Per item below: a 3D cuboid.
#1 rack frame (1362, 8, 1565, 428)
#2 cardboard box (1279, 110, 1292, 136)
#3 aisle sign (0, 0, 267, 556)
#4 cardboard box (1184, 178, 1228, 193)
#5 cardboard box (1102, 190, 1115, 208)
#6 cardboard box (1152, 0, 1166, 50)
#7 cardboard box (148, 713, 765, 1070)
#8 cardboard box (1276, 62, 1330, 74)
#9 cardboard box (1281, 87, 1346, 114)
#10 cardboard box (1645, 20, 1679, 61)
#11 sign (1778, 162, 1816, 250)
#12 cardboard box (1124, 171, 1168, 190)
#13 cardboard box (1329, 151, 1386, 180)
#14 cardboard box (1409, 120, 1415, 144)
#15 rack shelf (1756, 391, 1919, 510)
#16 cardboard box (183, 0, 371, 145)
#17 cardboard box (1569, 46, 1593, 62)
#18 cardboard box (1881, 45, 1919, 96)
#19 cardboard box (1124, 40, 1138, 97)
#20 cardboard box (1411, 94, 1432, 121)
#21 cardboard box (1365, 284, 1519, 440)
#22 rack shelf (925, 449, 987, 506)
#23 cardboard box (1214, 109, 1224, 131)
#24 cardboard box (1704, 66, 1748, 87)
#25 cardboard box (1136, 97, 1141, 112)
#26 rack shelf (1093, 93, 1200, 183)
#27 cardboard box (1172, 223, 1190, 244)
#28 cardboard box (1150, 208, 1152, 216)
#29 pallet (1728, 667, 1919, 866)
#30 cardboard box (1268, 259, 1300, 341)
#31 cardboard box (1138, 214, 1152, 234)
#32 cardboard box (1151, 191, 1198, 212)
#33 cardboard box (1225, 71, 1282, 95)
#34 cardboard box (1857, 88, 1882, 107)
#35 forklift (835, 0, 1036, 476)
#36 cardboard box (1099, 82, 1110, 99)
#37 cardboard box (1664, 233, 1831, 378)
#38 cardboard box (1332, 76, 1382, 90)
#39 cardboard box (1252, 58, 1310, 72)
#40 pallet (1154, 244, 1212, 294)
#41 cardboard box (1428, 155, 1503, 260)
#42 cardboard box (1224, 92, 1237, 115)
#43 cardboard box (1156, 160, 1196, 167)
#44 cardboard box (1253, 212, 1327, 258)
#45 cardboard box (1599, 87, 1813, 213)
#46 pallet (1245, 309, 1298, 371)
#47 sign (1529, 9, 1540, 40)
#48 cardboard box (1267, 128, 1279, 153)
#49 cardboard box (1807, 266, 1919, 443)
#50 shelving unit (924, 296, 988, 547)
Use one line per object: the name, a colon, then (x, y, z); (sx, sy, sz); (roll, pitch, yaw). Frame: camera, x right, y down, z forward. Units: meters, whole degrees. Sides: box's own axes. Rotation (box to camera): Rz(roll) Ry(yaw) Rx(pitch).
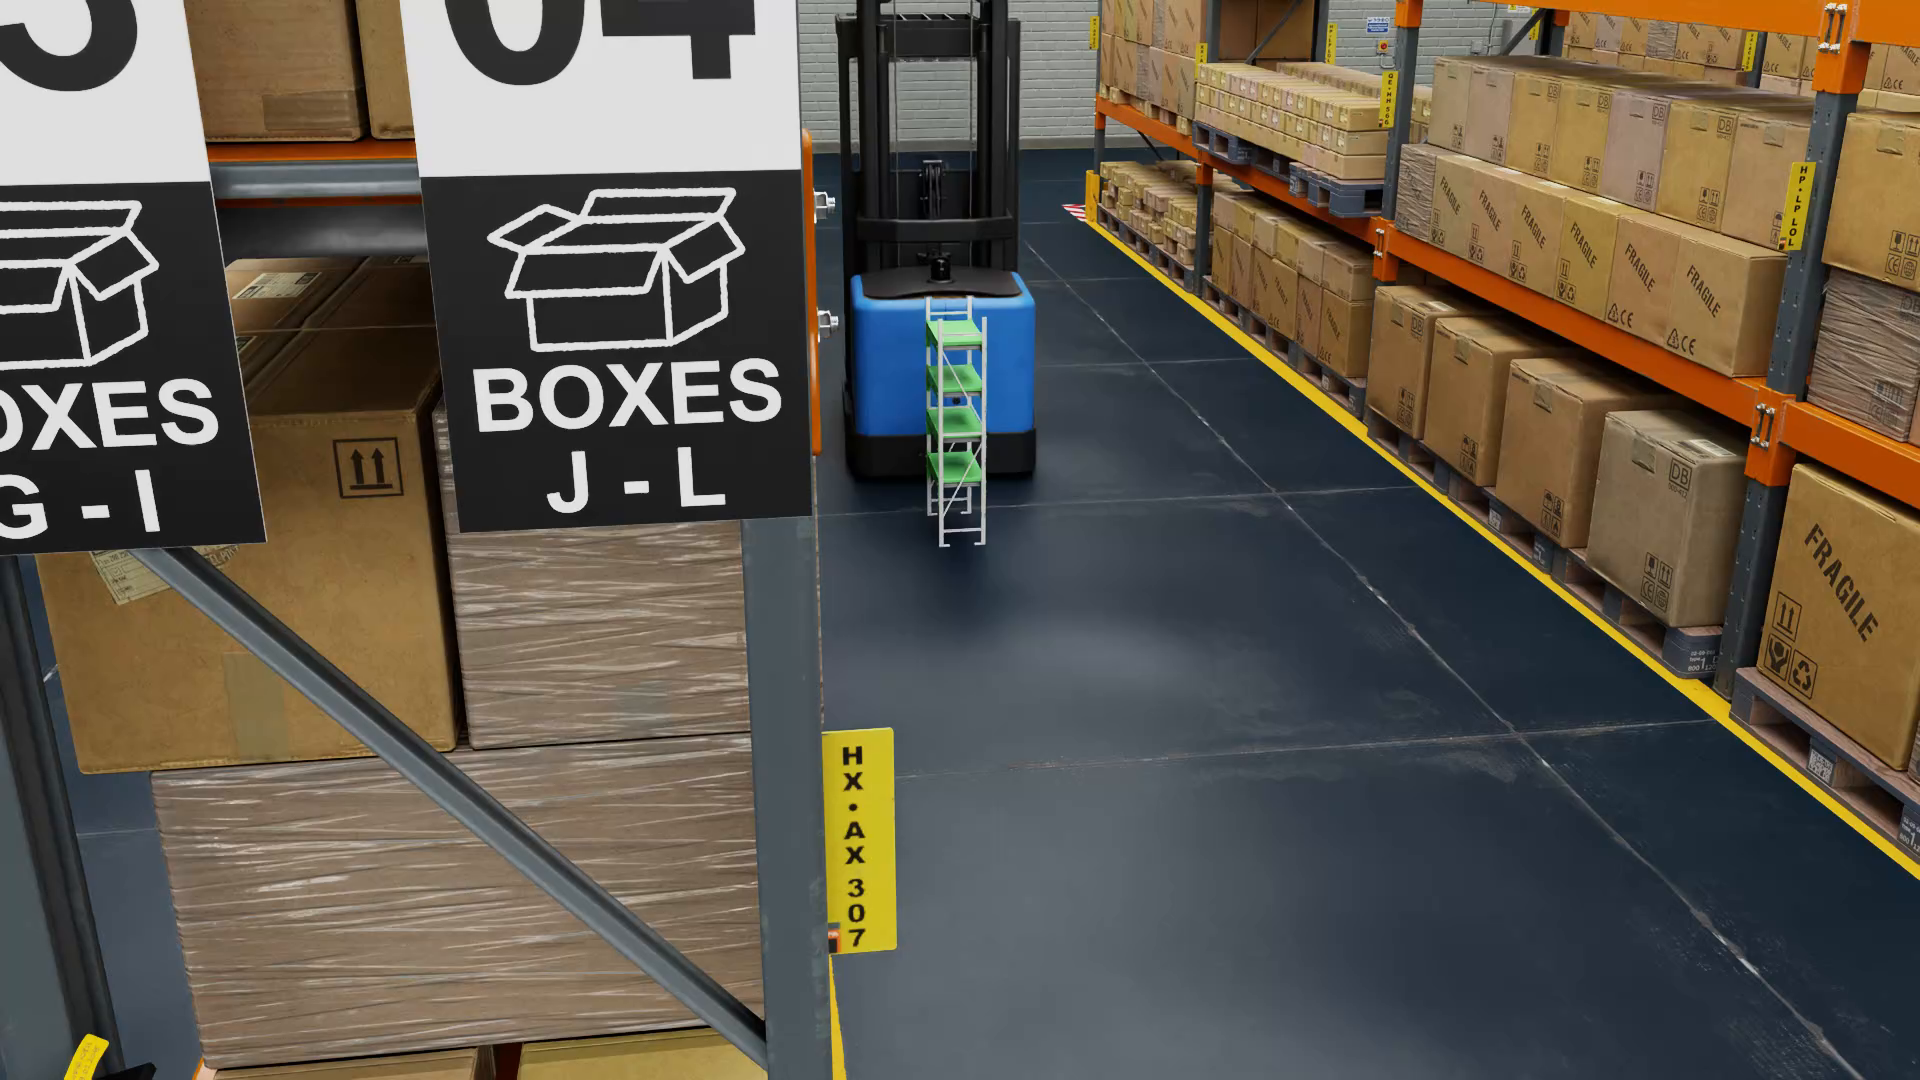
rack frame: (3.099, -2.160, 10.213); (1.000, 3.000, 0.127); (-3, 21, -8)
cardboard box: (2.427, -2.883, 11.482); (0.380, 0.149, 0.250); (-3, 21, -8)
aisle sign: (-0.959, -0.357, 1.668); (0.394, 0.787, 0.004); (-3, 21, -8)
cardboard box: (2.412, -3.446, 16.281); (0.380, 0.149, 0.250); (-4, 21, -10)
cardboard box: (1.704, -3.594, 17.526); (0.380, 0.149, 0.250); (-2, 21, -7)
cardboard box: (2.047, -4.706, 15.031); (0.500, 0.500, 0.500); (-2, 21, -6)
cardboard box: (-0.723, 0.447, 2.665); (0.875, 0.500, 0.500); (-3, 21, -8)
cardboard box: (2.773, -3.774, 13.442); (0.380, 0.149, 0.250); (-2, 21, -5)
cardboard box: (2.432, -3.018, 11.419); (0.380, 0.149, 0.250); (-3, 21, -8)
cardboard box: (6.917, -4.846, 15.833); (0.500, 0.500, 0.500); (-3, 21, -7)
sign: (3.140, -1.250, 6.234); (0.100, 0.325, 0.005); (-3, 21, -8)
cardboard box: (1.871, -3.607, 16.710); (0.380, 0.149, 0.250); (-4, 21, -10)
cardboard box: (2.573, -2.387, 10.579); (0.380, 0.149, 0.250); (-3, 21, -7)
cardboard box: (3.145, -2.742, 11.105); (0.380, 0.149, 0.250); (-4, 21, -9)
rack shelf: (3.964, 0.254, 4.777); (1.077, 0.370, 4.000); (-3, 21, -8)
cardboard box: (-0.991, -0.664, 2.135); (0.500, 0.250, 0.500); (-2, 21, -6)
cardboard box: (6.715, -4.907, 17.425); (0.500, 0.500, 0.500); (-3, 21, -9)
cardboard box: (7.436, -3.651, 12.633); (0.500, 0.500, 0.500); (-3, 21, -9)
cardboard box: (1.898, -4.593, 16.158); (0.500, 0.500, 0.500); (-3, 21, -7)
cardboard box: (3.152, -2.866, 11.011); (0.380, 0.149, 0.250); (-3, 21, -8)
cardboard box: (3.098, -1.088, 9.957); (1.050, 0.750, 0.750); (-3, 21, -8)
rack shelf: (-0.024, -0.335, 8.766); (0.258, 0.148, 0.480); (-3, 21, -8)
cardboard box: (2.202, -3.282, 12.976); (0.380, 0.149, 0.250); (-3, 21, -7)
cardboard box: (7.086, -4.024, 15.061); (0.500, 0.500, 0.500); (-3, 21, -7)
cardboard box: (1.927, -4.237, 16.132); (0.380, 0.149, 0.250); (-3, 21, -9)
rack shelf: (2.234, -3.901, 15.901); (1.077, 0.370, 4.000); (-3, 21, -8)
cardboard box: (2.111, -2.732, 14.793); (0.380, 0.149, 0.250); (-4, 21, -10)
cardboard box: (2.045, -3.191, 16.022); (0.380, 0.149, 0.250); (-2, 21, -5)
pallet: (3.708, 0.798, 6.277); (1.003, 0.211, 1.213); (-3, 21, -8)
cardboard box: (2.582, -1.763, 12.121); (0.500, 0.500, 0.500); (-4, 21, -10)
cardboard box: (1.941, -3.059, 16.093); (0.380, 0.149, 0.250); (-3, 21, -8)
cardboard box: (2.004, -3.150, 15.488); (0.380, 0.149, 0.250); (-4, 21, -10)
cardboard box: (2.238, -3.472, 12.633); (0.380, 0.149, 0.250); (-3, 21, -8)
cardboard box: (7.340, -3.472, 13.225); (0.500, 0.250, 0.500); (-3, 21, -7)
forklift: (-0.206, -2.209, 10.441); (1.130, 2.935, 3.031); (-2, 21, -5)
cardboard box: (1.668, -4.684, 17.328); (0.380, 0.149, 0.250); (-3, 21, -8)
cardboard box: (3.336, -0.989, 6.935); (0.500, 0.500, 0.500); (-3, 21, -8)
cardboard box: (2.960, -3.323, 12.233); (0.380, 0.149, 0.250); (-4, 21, -10)
cardboard box: (2.700, -3.916, 14.345); (0.500, 0.500, 0.500); (-3, 21, -9)
pallet: (2.391, -2.470, 15.027); (1.003, 0.211, 1.213); (-3, 21, -8)
cardboard box: (2.973, -1.862, 9.272); (0.500, 0.500, 0.500); (-3, 21, -8)
cardboard box: (2.239, -3.335, 12.692); (0.380, 0.149, 0.250); (-4, 21, -10)
cardboard box: (2.273, -3.900, 17.494); (0.380, 0.149, 0.250); (-3, 21, -7)
cardboard box: (2.516, -2.292, 12.466); (0.500, 0.250, 0.500); (-2, 21, -6)
cardboard box: (3.450, -1.815, 7.717); (0.700, 0.500, 0.500); (-3, 21, -7)
pallet: (2.815, -1.546, 12.554); (1.003, 0.211, 1.213); (-3, 21, -8)
sign: (6.279, -5.632, 18.157); (0.100, 0.325, 0.005); (-3, 21, -8)
cardboard box: (2.393, -2.831, 11.768); (0.380, 0.149, 0.250); (-2, 21, -6)
cardboard box: (3.741, -0.718, 6.138); (0.875, 0.550, 0.550); (-3, 21, -8)
shelving unit: (-0.024, -0.619, 8.660); (0.258, 1.200, 0.503); (-3, 21, -8)
